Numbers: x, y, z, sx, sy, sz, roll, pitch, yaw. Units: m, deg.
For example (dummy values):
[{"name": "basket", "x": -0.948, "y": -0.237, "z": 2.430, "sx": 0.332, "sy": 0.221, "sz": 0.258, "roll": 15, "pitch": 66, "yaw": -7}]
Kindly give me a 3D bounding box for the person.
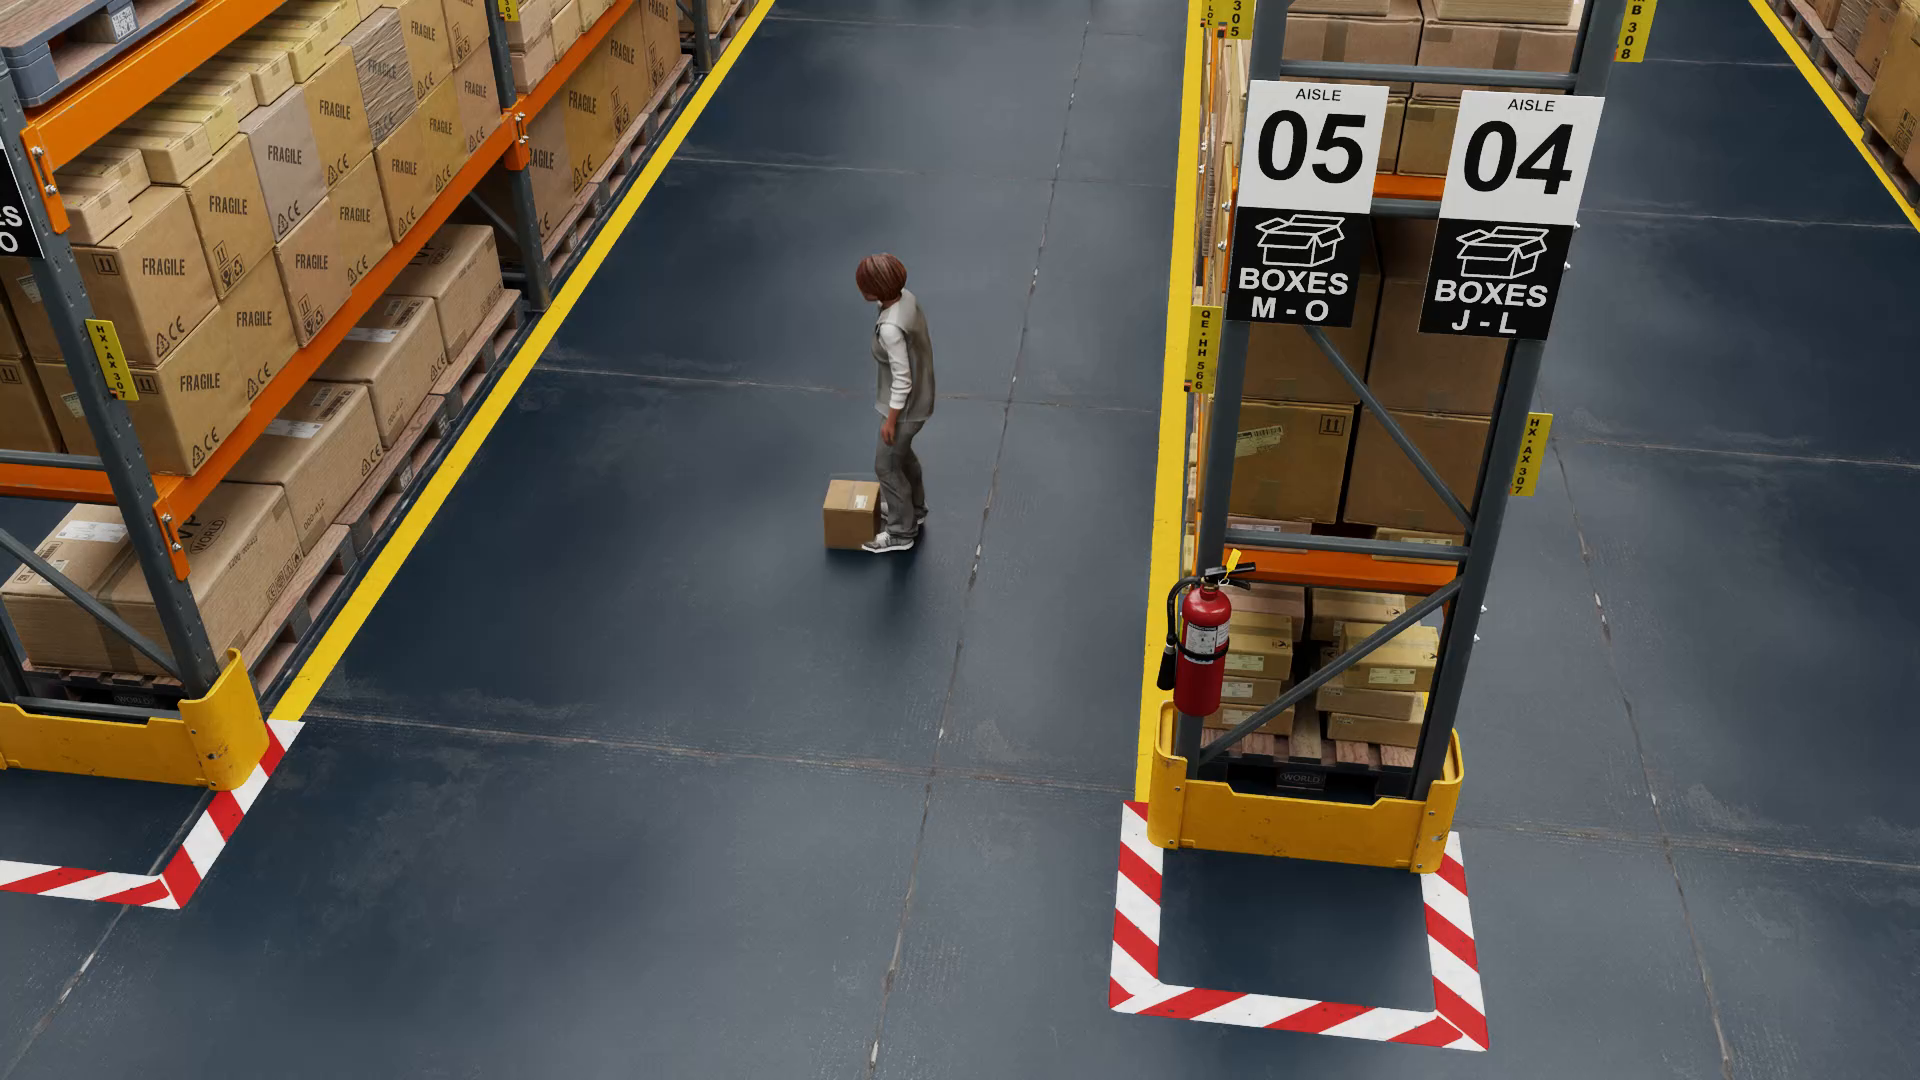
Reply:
[{"name": "person", "x": -0.307, "y": -0.643, "z": 7.922, "sx": 0.378, "sy": 1.580, "sz": 0.482, "roll": 2, "pitch": 37, "yaw": 3}]
